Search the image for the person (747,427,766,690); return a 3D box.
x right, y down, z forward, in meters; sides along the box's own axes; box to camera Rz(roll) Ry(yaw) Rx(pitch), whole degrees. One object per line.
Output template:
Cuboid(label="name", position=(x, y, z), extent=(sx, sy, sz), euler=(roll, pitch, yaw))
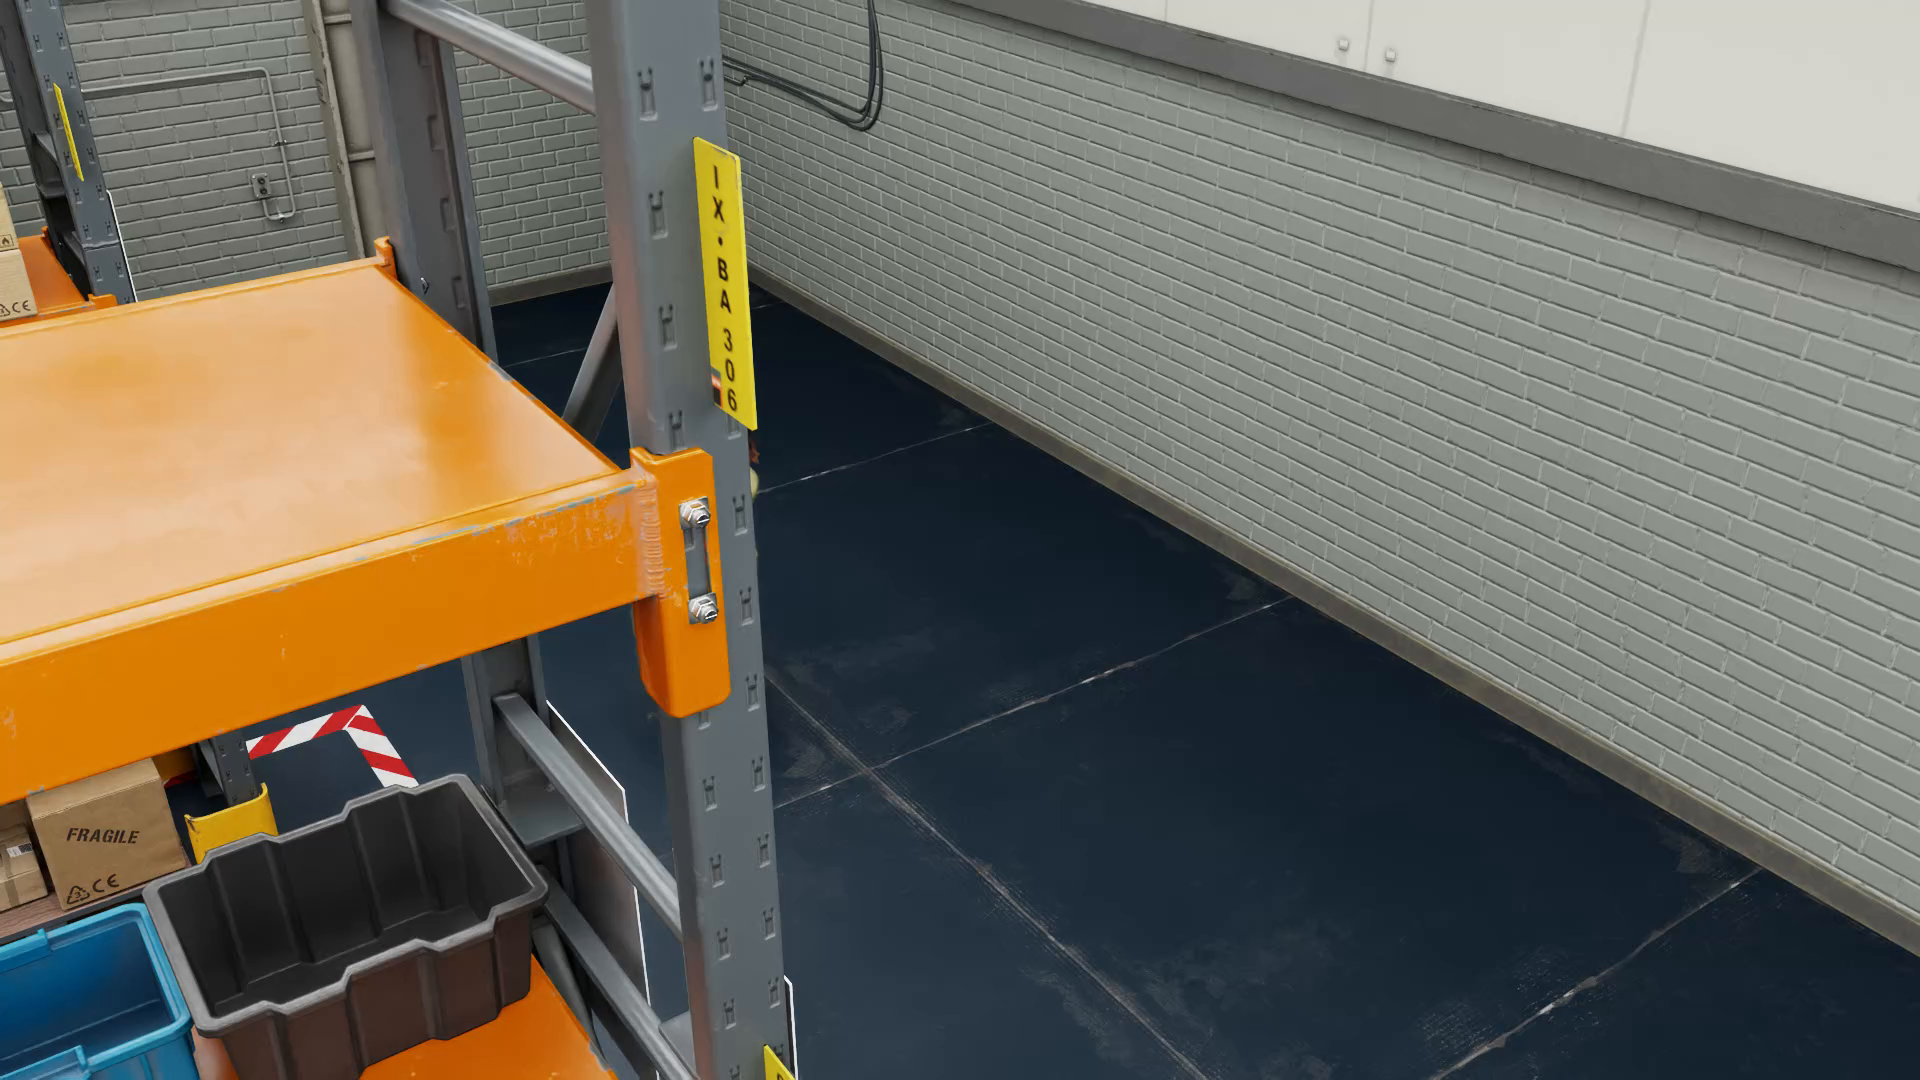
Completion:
Cuboid(label="person", position=(-1.238, 0.134, 8.444), extent=(0.550, 1.656, 0.431), euler=(-19, 34, -31))
